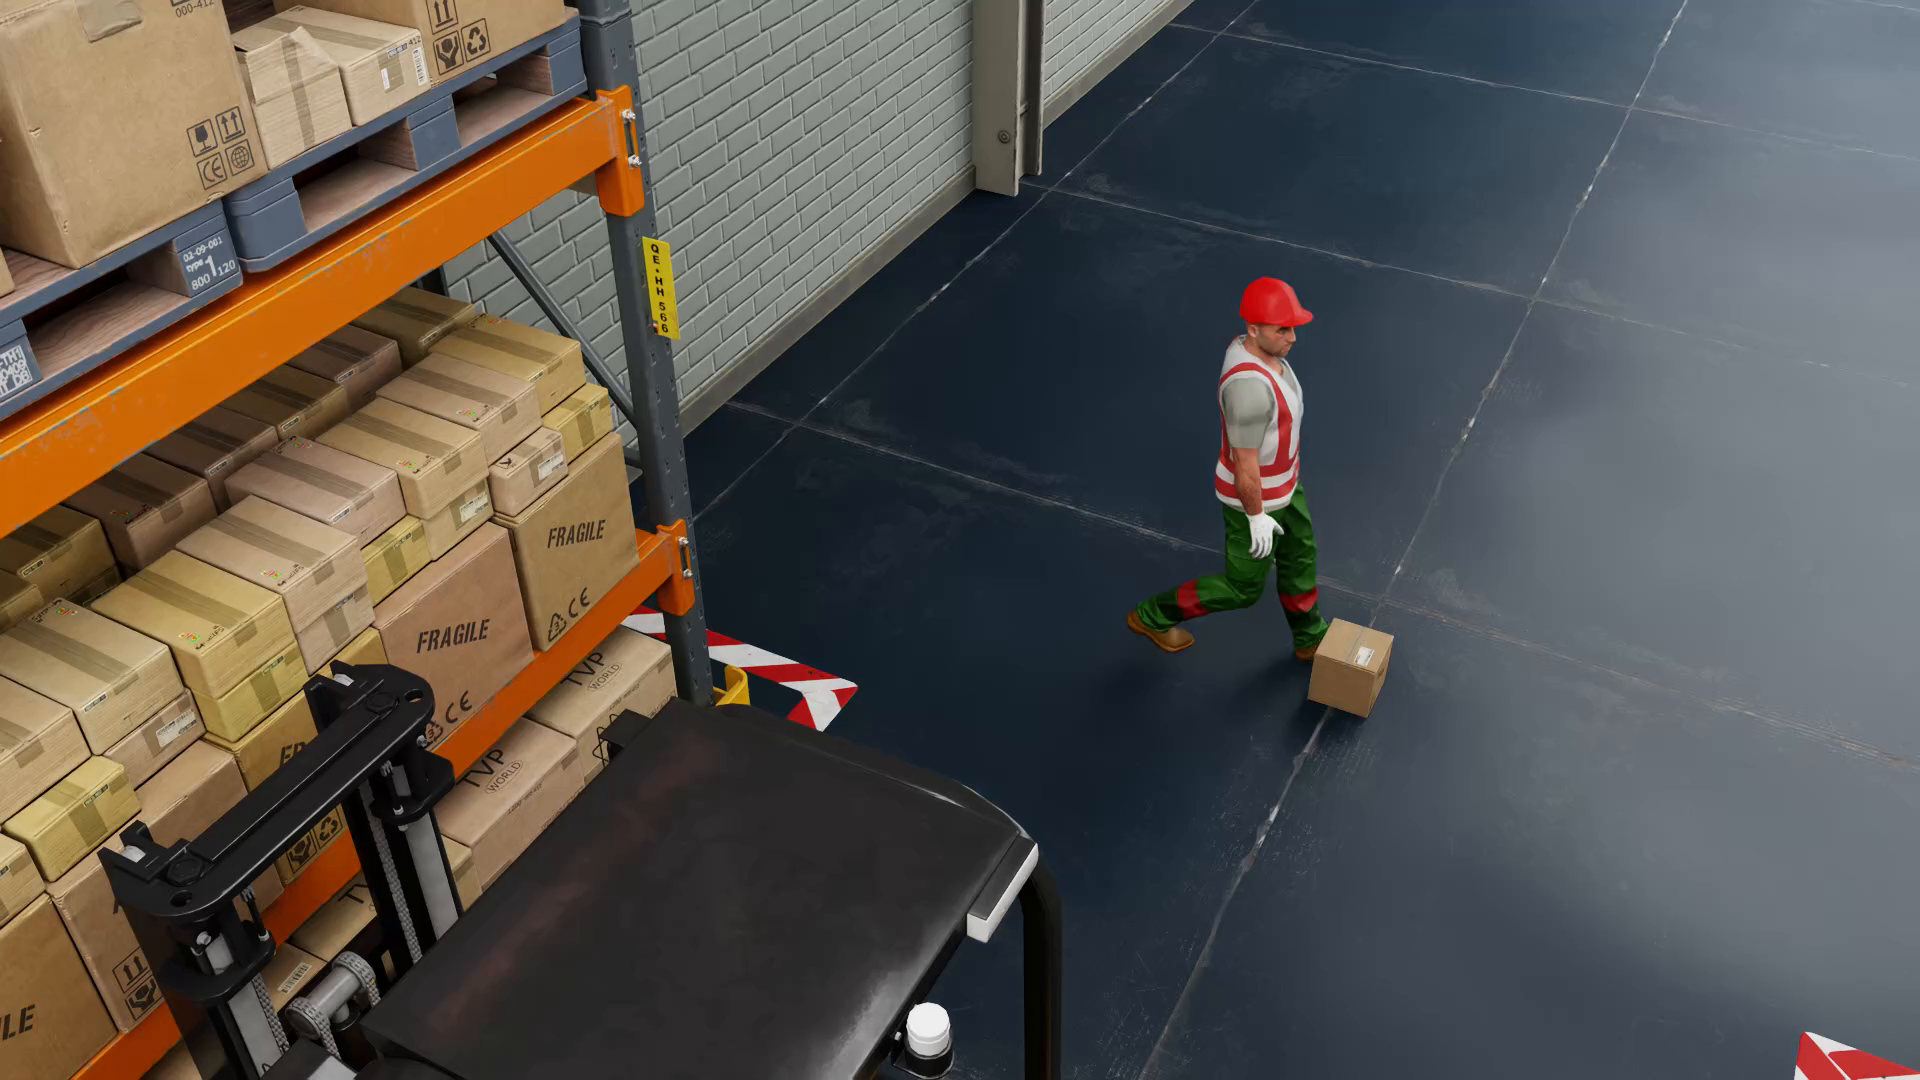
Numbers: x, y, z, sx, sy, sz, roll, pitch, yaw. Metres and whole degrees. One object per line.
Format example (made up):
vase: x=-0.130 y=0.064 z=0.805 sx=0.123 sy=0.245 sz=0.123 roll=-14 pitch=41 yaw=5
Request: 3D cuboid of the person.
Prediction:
person: x=1.195 y=-0.203 z=6.437 sx=0.983 sy=1.751 sz=0.571 roll=11 pitch=39 yaw=14
